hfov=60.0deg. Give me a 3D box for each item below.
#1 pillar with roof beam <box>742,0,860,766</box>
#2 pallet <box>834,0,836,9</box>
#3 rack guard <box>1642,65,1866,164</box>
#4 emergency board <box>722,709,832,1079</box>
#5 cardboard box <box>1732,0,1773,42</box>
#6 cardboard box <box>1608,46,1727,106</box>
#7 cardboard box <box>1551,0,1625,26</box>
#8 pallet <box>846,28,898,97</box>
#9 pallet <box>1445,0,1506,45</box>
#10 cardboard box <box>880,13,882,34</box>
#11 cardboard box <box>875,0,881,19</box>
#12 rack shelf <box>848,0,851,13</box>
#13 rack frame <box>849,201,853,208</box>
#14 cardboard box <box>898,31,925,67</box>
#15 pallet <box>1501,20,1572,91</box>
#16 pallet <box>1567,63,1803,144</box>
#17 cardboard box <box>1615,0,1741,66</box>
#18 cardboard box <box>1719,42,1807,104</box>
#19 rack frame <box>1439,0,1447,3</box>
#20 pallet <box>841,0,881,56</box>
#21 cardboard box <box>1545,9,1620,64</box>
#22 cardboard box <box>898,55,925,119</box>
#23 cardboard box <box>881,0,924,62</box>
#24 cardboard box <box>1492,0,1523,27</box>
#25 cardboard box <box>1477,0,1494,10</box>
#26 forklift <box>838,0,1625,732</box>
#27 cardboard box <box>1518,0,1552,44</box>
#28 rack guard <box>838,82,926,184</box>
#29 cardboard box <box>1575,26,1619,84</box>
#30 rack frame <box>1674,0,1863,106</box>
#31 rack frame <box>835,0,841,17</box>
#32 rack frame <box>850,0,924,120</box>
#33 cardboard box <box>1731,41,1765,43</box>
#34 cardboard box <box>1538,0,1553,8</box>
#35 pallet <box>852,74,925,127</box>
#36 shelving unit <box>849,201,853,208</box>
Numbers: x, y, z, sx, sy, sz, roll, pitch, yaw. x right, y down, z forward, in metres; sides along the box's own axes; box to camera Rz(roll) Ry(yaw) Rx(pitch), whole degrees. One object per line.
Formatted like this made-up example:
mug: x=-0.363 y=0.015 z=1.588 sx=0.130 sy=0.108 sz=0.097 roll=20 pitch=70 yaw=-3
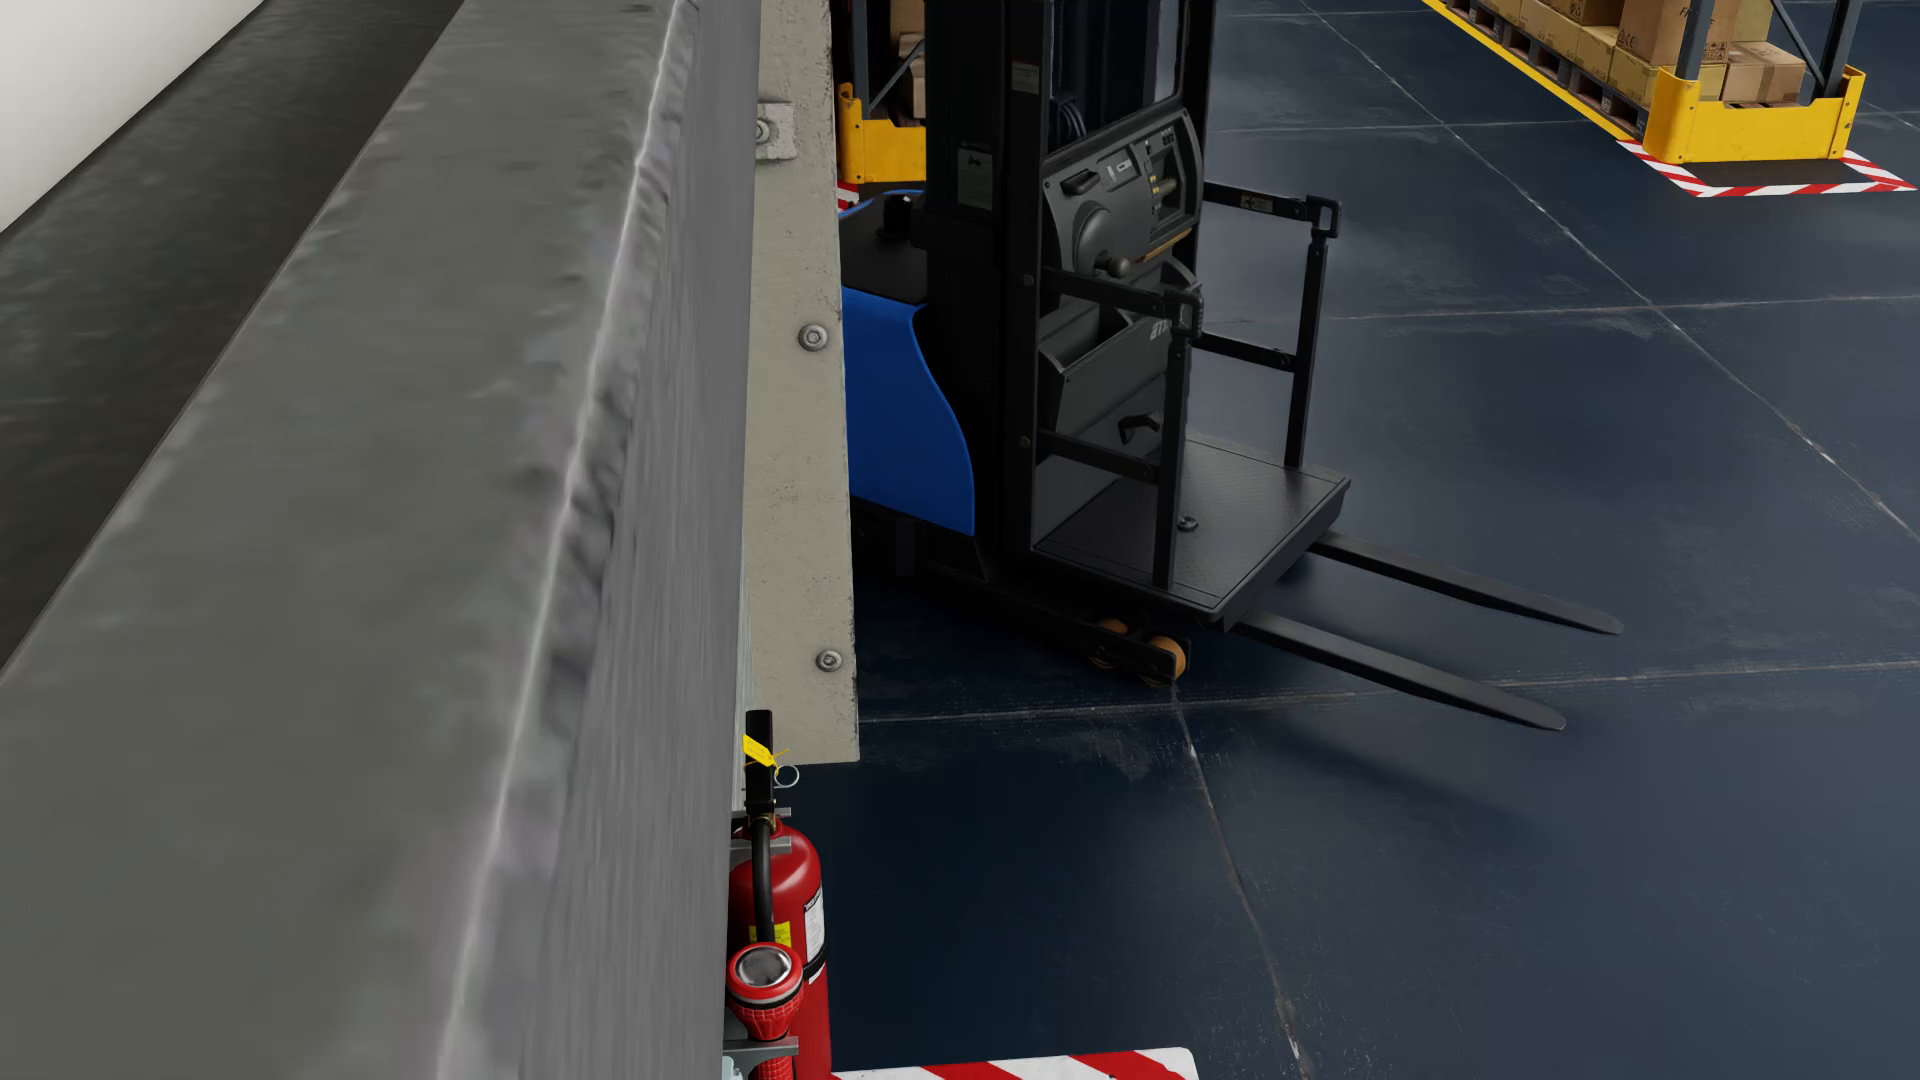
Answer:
pillar with roof beam: x=3.805 y=-3.484 z=3.308 sx=9.100 sy=9.000 sz=0.400 roll=-3 pitch=31 yaw=-5
pallet: x=-0.563 y=-4.692 z=13.900 sx=1.003 sy=0.211 sz=1.213 roll=-3 pitch=31 yaw=-5
rack guard: x=4.819 y=-2.604 z=10.122 sx=1.175 sy=0.500 sz=0.348 roll=-3 pitch=31 yaw=-5
emergency board: x=-0.288 y=0.561 z=2.386 sx=0.194 sy=1.169 sz=0.643 roll=-3 pitch=31 yaw=-5
cardboard box: x=4.940 y=-3.551 z=10.810 sx=0.500 sy=0.500 sz=0.500 roll=-3 pitch=31 yaw=-5
cardboard box: x=4.473 y=-2.949 z=10.533 sx=0.500 sy=0.250 sz=0.500 roll=-3 pitch=31 yaw=-5
cardboard box: x=4.362 y=-3.780 z=11.194 sx=0.500 sy=0.500 sz=0.500 roll=-3 pitch=31 yaw=-5
pallet: x=-0.274 y=-3.329 z=11.618 sx=1.003 sy=0.211 sz=1.213 roll=-3 pitch=31 yaw=-5
pallet: x=4.476 y=-4.126 z=12.952 sx=1.003 sy=0.211 sz=1.213 roll=-3 pitch=31 yaw=-5
cardboard box: x=-0.359 y=-3.640 z=11.769 sx=0.380 sy=0.149 sz=0.250 roll=-5 pitch=31 yaw=-9
cardboard box: x=-0.352 y=-4.080 z=12.164 sx=0.500 sy=0.500 sz=0.500 roll=-5 pitch=31 yaw=-8
rack shelf: x=-0.302 y=-4.162 z=10.995 sx=1.077 sy=0.370 sz=4.000 roll=-3 pitch=31 yaw=-5
rack frame: x=-0.498 y=-0.800 z=6.539 sx=0.200 sy=1.050 sz=0.008 roll=-22 pitch=36 yaw=-39
cardboard box: x=-0.143 y=-3.133 z=10.763 sx=0.500 sy=0.311 sz=0.500 roll=0 pitch=31 yaw=0
pallet: x=4.593 y=-3.502 z=11.907 sx=1.003 sy=0.211 sz=1.213 roll=-3 pitch=31 yaw=-5
pallet: x=4.704 y=-2.881 z=10.866 sx=1.003 sy=0.211 sz=1.213 roll=-3 pitch=31 yaw=-5
cardboard box: x=4.470 y=-3.270 z=10.341 sx=0.500 sy=0.500 sz=0.500 roll=-3 pitch=31 yaw=-5
cardboard box: x=4.988 y=-2.973 z=10.575 sx=0.500 sy=0.250 sz=0.500 roll=-3 pitch=31 yaw=-5
rack frame: x=4.443 y=-5.731 z=12.920 sx=1.000 sy=3.000 sz=0.127 roll=-3 pitch=31 yaw=-5
pallet: x=-0.391 y=-3.954 z=12.663 sx=1.003 sy=0.211 sz=1.213 roll=-3 pitch=31 yaw=-5
cardboard box: x=4.365 y=-3.459 z=11.387 sx=0.500 sy=0.250 sz=0.500 roll=-3 pitch=31 yaw=-5
cardboard box: x=-0.090 y=-2.842 z=10.276 sx=0.500 sy=0.311 sz=0.500 roll=-6 pitch=31 yaw=-10
cardboard box: x=-0.162 y=-3.591 z=11.346 sx=0.700 sy=0.500 sz=0.500 roll=-5 pitch=31 yaw=-8
cardboard box: x=4.268 y=-3.969 z=12.241 sx=0.500 sy=0.250 sz=0.500 roll=-3 pitch=31 yaw=-5
cardboard box: x=4.226 y=-4.224 z=12.669 sx=0.500 sy=0.250 sz=0.500 roll=-3 pitch=31 yaw=-5
forklift: x=0.704 y=-1.087 z=5.212 sx=3.031 sy=2.935 sz=1.130 roll=19 pitch=36 yaw=29
cardboard box: x=4.320 y=-3.714 z=11.814 sx=0.500 sy=0.250 sz=0.500 roll=-3 pitch=31 yaw=-5
rack guard: x=-0.122 y=-2.416 z=9.807 sx=1.175 sy=0.500 sz=0.348 roll=-3 pitch=31 yaw=-5
cardboard box: x=4.414 y=-3.203 z=10.960 sx=0.500 sy=0.250 sz=0.500 roll=-3 pitch=31 yaw=-5
rack frame: x=4.817 y=-3.689 z=9.501 sx=1.000 sy=3.000 sz=0.127 roll=-3 pitch=31 yaw=-5
rack frame: x=-0.489 y=-5.492 z=12.520 sx=1.000 sy=3.000 sz=0.127 roll=-3 pitch=31 yaw=-5
rack frame: x=-0.115 y=-3.450 z=9.101 sx=1.000 sy=3.000 sz=0.127 roll=-3 pitch=31 yaw=-5
cardboard box: x=4.938 y=-3.229 z=11.002 sx=0.500 sy=0.250 sz=0.500 roll=-3 pitch=31 yaw=-5
cardboard box: x=4.317 y=-4.036 z=11.622 sx=0.500 sy=0.500 sz=0.500 roll=-3 pitch=31 yaw=-5
pallet: x=-0.163 y=-2.708 z=10.578 sx=1.003 sy=0.211 sz=1.213 roll=-3 pitch=31 yaw=-5
shelving unit: x=-0.582 y=-0.842 z=6.617 sx=0.215 sy=1.050 sz=0.252 roll=-22 pitch=36 yaw=-39
